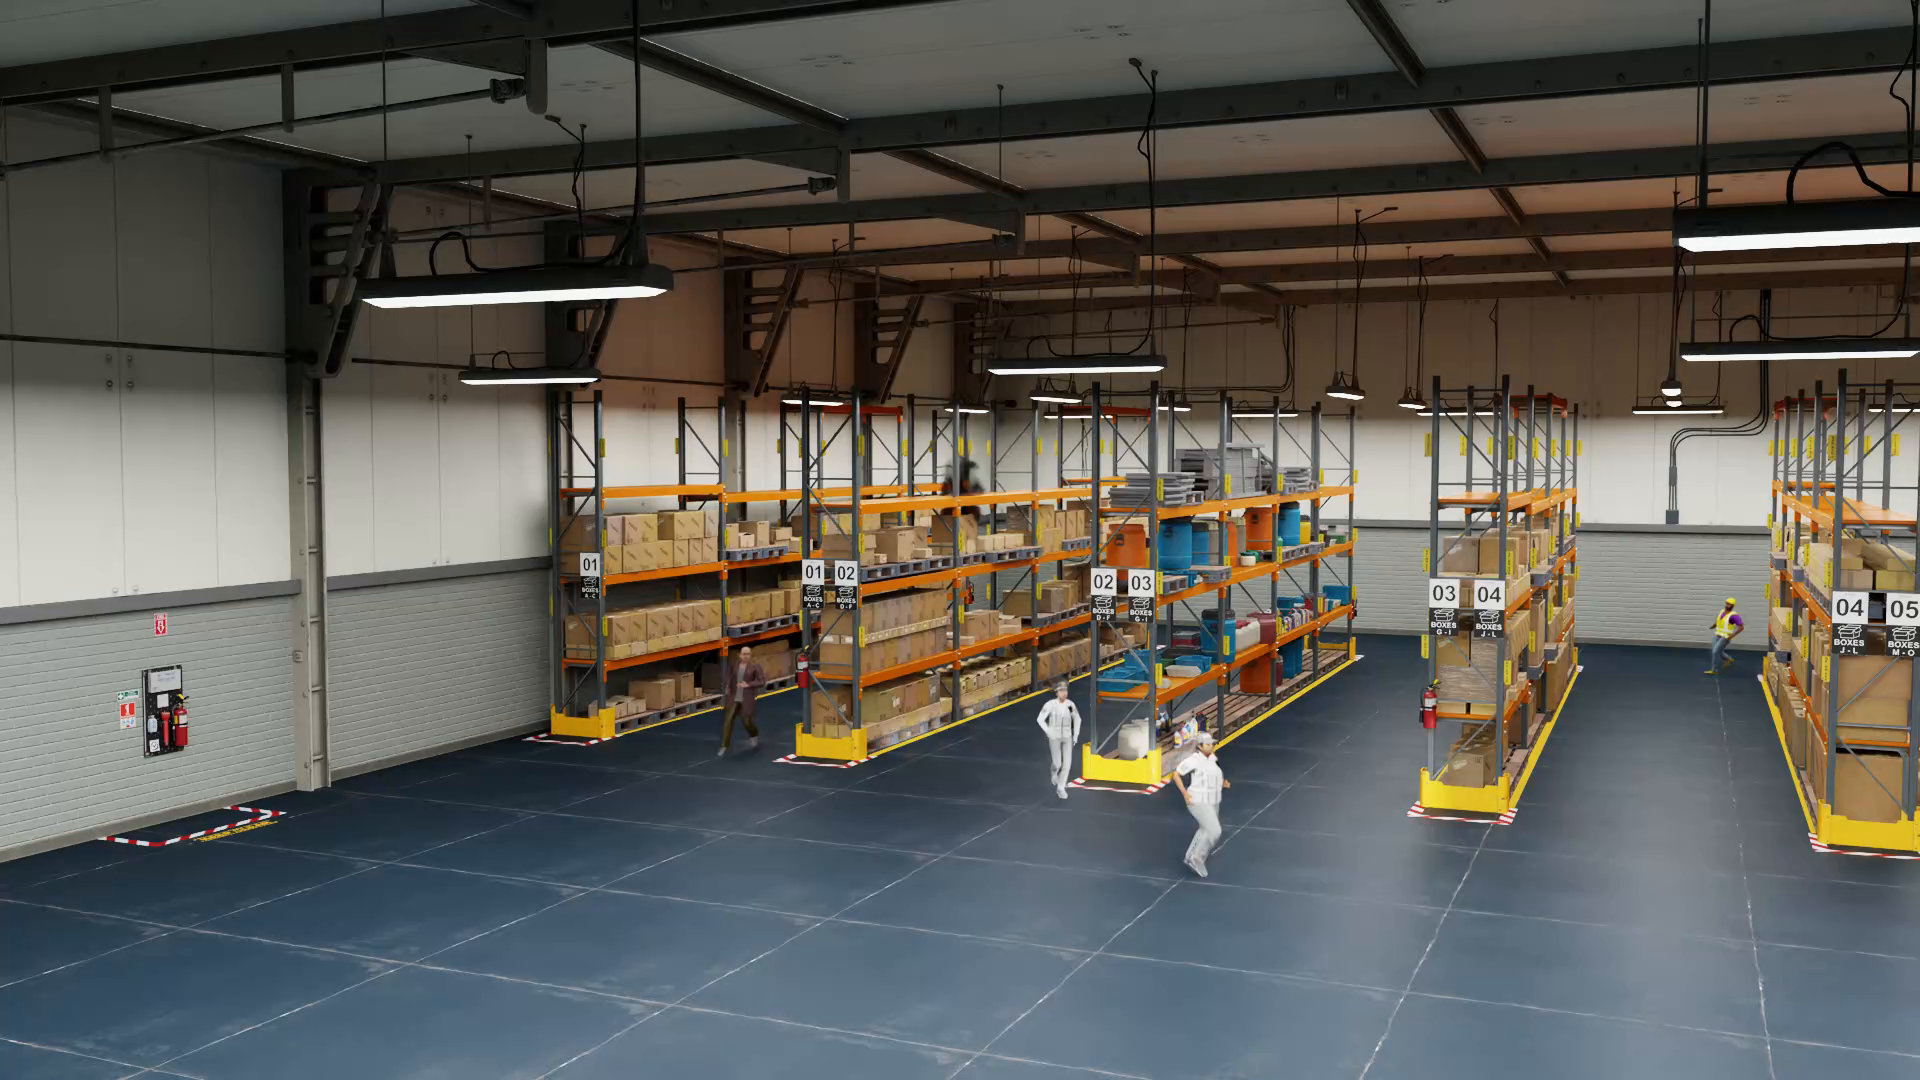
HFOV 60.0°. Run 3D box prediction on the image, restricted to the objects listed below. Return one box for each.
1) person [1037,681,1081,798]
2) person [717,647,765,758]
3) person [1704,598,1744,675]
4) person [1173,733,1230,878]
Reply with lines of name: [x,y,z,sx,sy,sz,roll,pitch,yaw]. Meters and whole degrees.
person: [1.446,2.859,24.011,0.655,1.667,0.522,-1,3,-10]
person: [-3.548,2.733,27.315,0.727,1.564,1.001,1,3,12]
person: [16.878,2.130,36.690,0.713,1.712,0.768,-1,3,-15]
person: [2.875,3.101,19.479,0.682,1.679,0.577,3,4,44]
